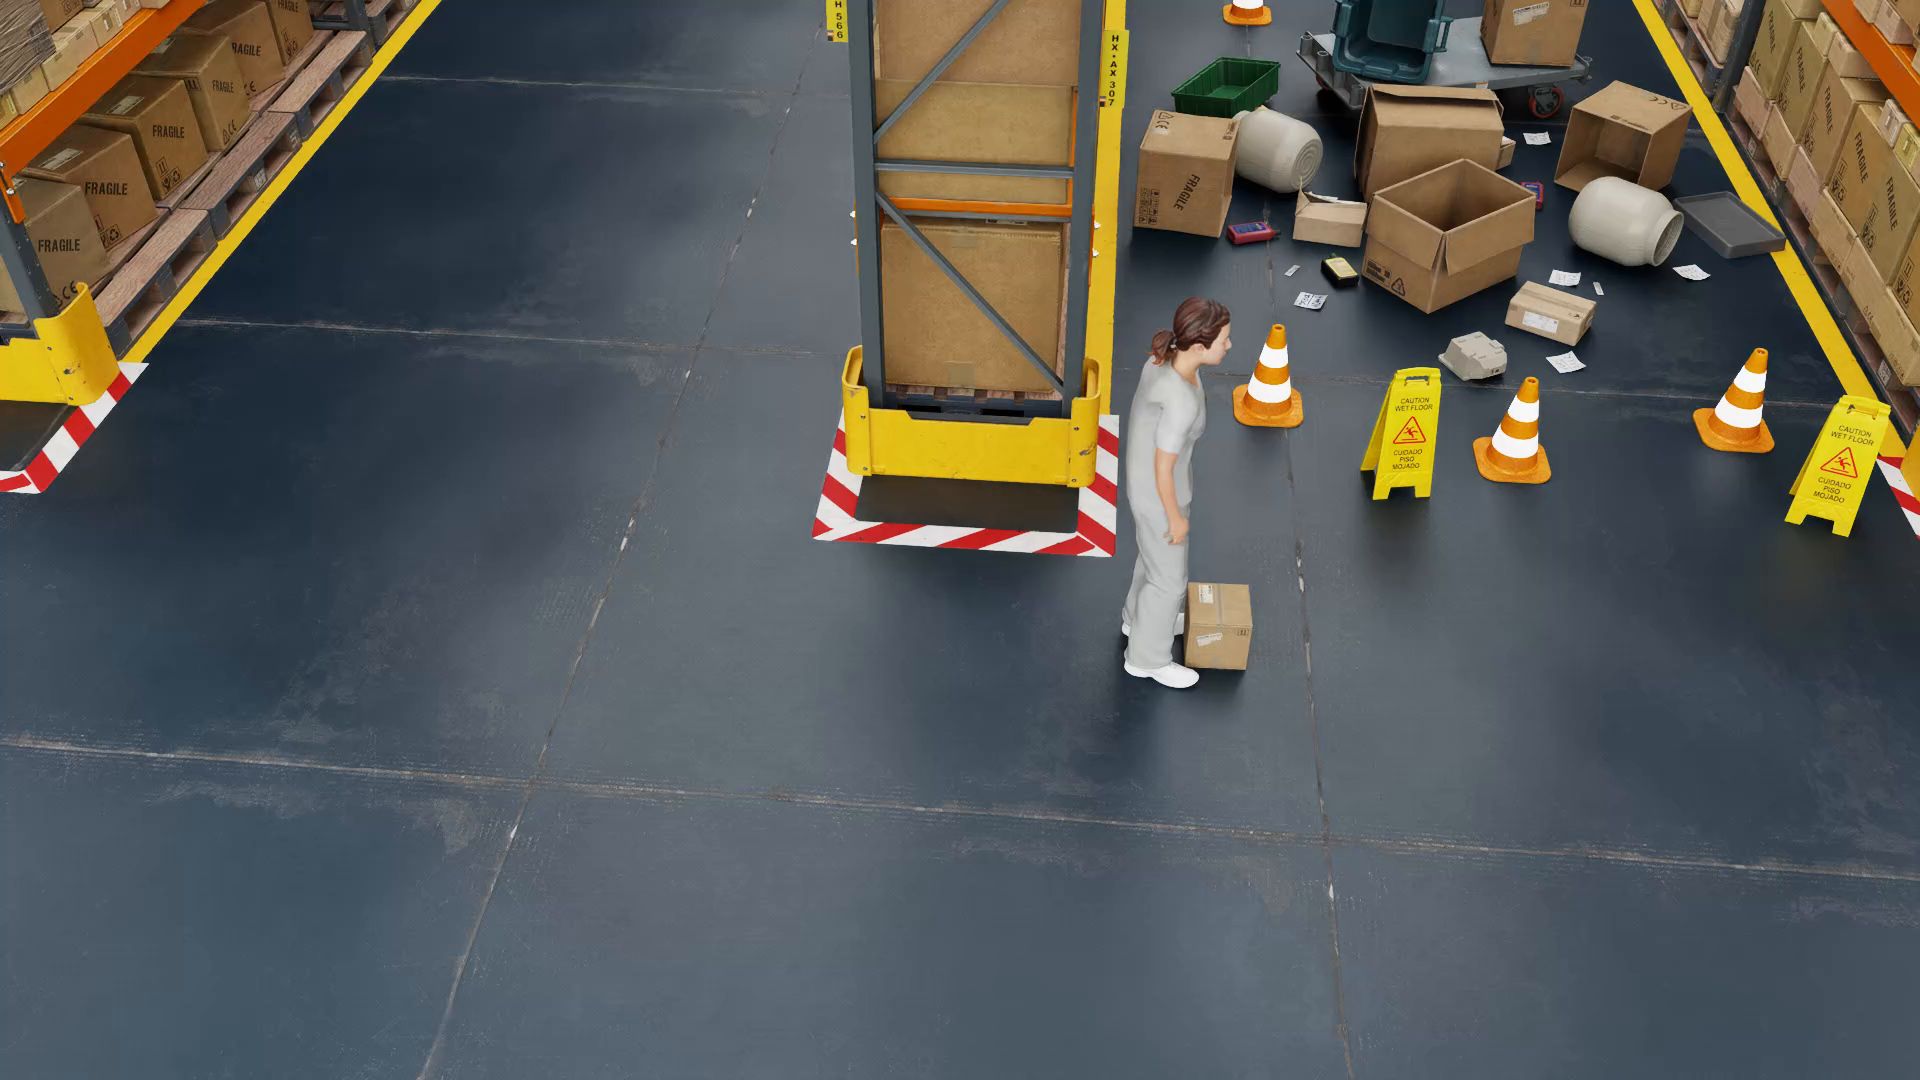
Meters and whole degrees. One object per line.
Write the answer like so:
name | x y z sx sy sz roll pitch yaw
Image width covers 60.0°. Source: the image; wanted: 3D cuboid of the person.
person | 0.808 -0.196 6.389 0.360 1.673 0.485 3 40 4
